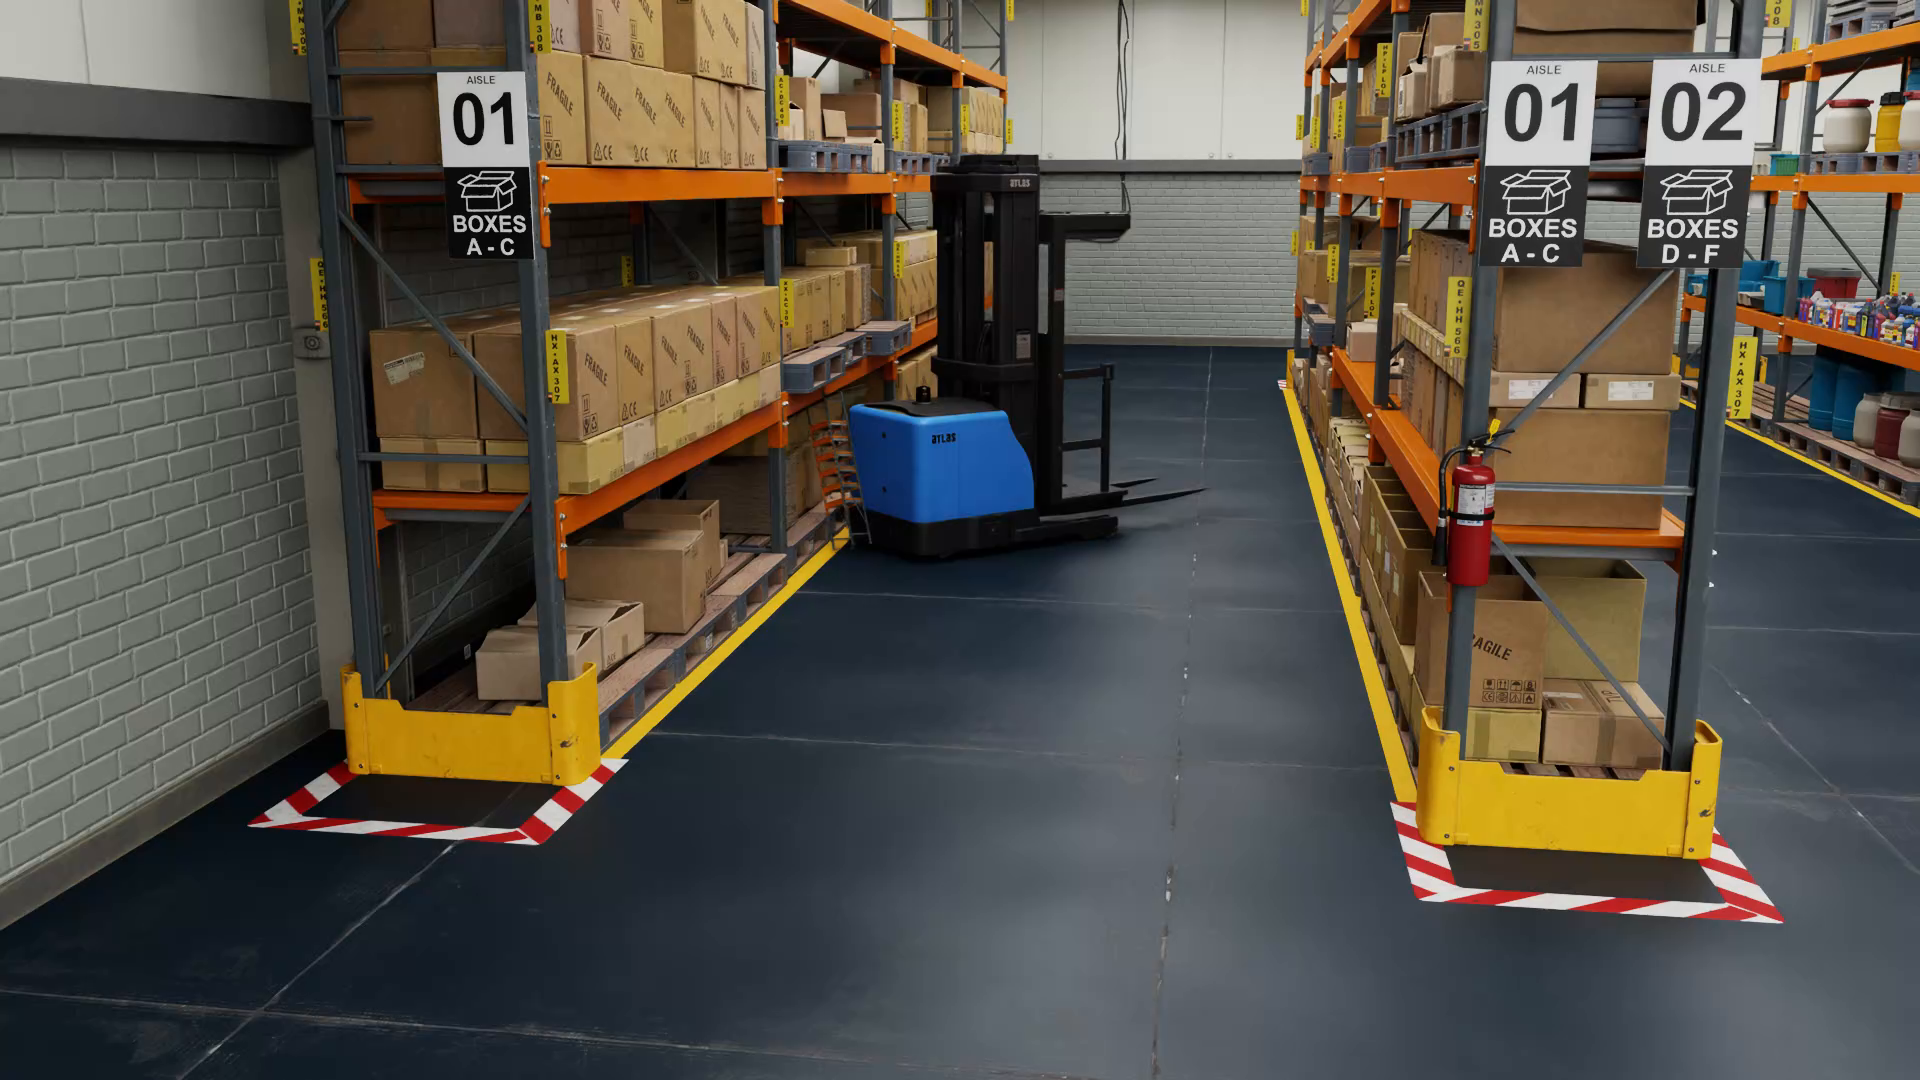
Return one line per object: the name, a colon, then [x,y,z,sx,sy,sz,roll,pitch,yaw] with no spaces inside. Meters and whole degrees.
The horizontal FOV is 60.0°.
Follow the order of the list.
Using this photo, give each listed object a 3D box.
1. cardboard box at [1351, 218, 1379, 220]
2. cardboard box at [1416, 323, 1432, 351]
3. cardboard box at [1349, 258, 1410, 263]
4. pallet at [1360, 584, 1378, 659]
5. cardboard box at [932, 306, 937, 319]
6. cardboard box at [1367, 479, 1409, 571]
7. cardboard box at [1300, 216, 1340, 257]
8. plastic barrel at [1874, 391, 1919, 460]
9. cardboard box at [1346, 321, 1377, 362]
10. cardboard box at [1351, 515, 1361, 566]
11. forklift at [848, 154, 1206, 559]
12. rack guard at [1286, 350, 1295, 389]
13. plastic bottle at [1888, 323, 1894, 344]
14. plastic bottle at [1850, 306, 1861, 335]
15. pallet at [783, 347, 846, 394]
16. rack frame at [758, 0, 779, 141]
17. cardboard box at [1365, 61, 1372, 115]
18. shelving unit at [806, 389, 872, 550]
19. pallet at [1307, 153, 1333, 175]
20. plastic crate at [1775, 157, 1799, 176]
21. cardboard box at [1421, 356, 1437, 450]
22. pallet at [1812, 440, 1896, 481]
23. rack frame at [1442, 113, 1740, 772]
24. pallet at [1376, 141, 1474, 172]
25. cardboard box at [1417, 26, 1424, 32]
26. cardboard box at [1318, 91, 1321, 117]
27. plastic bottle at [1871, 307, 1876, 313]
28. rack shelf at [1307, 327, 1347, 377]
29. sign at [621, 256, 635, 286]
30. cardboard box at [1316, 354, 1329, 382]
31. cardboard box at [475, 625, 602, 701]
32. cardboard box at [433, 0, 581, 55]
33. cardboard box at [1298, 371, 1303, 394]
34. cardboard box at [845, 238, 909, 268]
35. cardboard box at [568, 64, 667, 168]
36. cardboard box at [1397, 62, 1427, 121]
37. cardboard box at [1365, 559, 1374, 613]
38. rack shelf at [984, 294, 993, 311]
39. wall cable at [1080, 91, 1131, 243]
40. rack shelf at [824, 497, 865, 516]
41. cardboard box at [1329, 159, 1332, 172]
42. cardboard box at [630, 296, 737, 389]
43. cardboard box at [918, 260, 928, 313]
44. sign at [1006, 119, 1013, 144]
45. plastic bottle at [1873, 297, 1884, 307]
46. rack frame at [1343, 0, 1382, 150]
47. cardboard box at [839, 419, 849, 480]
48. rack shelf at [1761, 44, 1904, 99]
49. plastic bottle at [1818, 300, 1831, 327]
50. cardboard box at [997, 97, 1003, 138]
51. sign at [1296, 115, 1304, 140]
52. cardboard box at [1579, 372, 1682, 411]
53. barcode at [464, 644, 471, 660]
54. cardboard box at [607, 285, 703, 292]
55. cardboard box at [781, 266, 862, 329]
cardboard box: [4.999,-3.651,20.203,0.500,0.500,0.500,2,12,10]
cardboard box: [2.792,-1.141,9.389,0.380,0.149,0.250,1,12,7]
cardboard box: [4.111,-2.443,15.974,0.700,0.500,0.500,4,13,19]
pallet: [3.017,0.490,10.217,1.003,0.211,1.213,2,12,9]
cardboard box: [-0.442,-2.458,17.828,0.380,0.149,0.250,2,12,9]
cardboard box: [2.731,-0.074,9.966,0.500,0.500,0.500,2,12,9]
cardboard box: [4.625,-3.880,21.265,0.500,0.500,0.500,2,12,9]
plastic barrel: [8.922,-1.072,15.576,0.600,0.588,0.708,2,12,9]
cardboard box: [3.467,-1.646,13.723,0.500,0.311,0.500,2,12,8]
cardboard box: [2.958,0.006,11.374,0.500,0.250,0.500,2,12,8]
forklift: [0.633,-1.514,13.063,3.031,2.935,1.130,-9,15,-35]
rack guard: [5.015,-2.297,22.466,1.175,0.500,0.348,2,12,9]
plastic bottle: [8.477,-1.882,15.078,0.097,0.201,0.097,0,12,0]
plastic bottle: [8.620,-2.110,15.967,0.097,0.271,0.097,0,12,0]
pallet: [-1.453,-1.257,12.163,1.003,0.211,1.213,2,12,9]
rack frame: [-1.714,-4.129,10.794,1.000,3.000,0.127,2,12,9]
cardboard box: [3.948,-4.070,15.030,0.500,0.500,0.500,2,12,9]
shelving unit: [-0.923,-0.530,12.553,0.189,1.200,0.258,-16,-8,34]
pallet: [4.085,-3.727,16.494,1.213,0.211,1.003,2,12,9]
plastic crate: [9.072,-4.002,17.825,0.450,0.188,0.662,2,12,9]
cardboard box: [2.963,-0.779,9.250,0.700,0.500,0.500,2,12,9]
pallet: [8.960,-0.764,16.037,1.003,0.211,1.213,2,12,9]
rack frame: [2.566,-0.204,6.821,1.000,3.000,0.127,2,12,9]
pallet: [3.304,-2.594,11.243,0.805,0.209,1.217,1,12,6]
cardboard box: [3.380,-3.248,11.405,0.500,0.500,0.500,3,13,14]
cardboard box: [4.663,-5.121,19.907,0.700,0.500,0.500,2,12,9]
plastic bottle: [8.616,-2.052,15.670,0.061,0.283,0.133,2,12,9]
rack shelf: [4.104,-1.934,16.556,1.077,0.370,4.000,2,12,9]
sign: [-2.263,-1.780,11.384,0.100,0.325,0.005,2,12,9]
cardboard box: [3.942,-1.761,17.154,0.500,0.250,0.500,2,12,9]
cardboard box: [-2.134,0.594,8.454,0.500,0.311,0.500,0,12,2]
cardboard box: [-2.030,-2.450,7.464,0.500,0.500,0.500,1,12,5]
cardboard box: [4.334,-1.887,19.967,0.500,0.311,0.500,2,12,9]
cardboard box: [-0.770,-2.692,15.594,0.500,0.250,0.500,2,12,10]
cardboard box: [-1.837,-2.169,8.535,0.500,0.500,0.500,2,12,11]
cardboard box: [2.760,-2.525,9.351,0.500,0.311,0.500,1,12,6]
cardboard box: [2.728,0.293,10.046,0.500,0.250,0.500,2,12,9]
rack shelf: [-0.176,-2.927,21.161,1.077,0.370,4.000,2,12,9]
wall cable: [1.354,-6.275,28.122,3.097,2.526,0.112,2,12,9]
rack shelf: [-0.867,-0.253,12.520,0.180,0.103,0.258,-16,-8,34]
cardboard box: [4.223,-4.205,18.622,0.500,0.250,0.500,2,12,9]
cardboard box: [-1.641,-1.183,9.890,0.500,0.500,0.500,2,12,7]
cardboard box: [-0.604,-2.538,16.660,0.500,0.500,0.500,2,12,8]
sign: [0.665,-5.535,22.521,0.100,0.325,0.005,2,12,9]
plastic bottle: [9.564,-2.388,17.248,0.152,0.276,0.135,2,12,9]
rack frame: [3.796,-4.802,13.917,1.000,3.000,0.127,2,12,9]
cardboard box: [-1.353,-0.767,14.323,0.700,0.500,0.500,2,12,9]
rack shelf: [9.613,-5.343,19.082,1.077,0.370,4.000,2,12,9]
plastic bottle: [8.756,-2.295,16.826,0.097,0.271,0.097,0,12,0]
cardboard box: [0.288,-5.547,21.835,0.500,0.500,0.500,2,12,8]
sign: [4.490,-5.446,21.949,0.100,0.325,0.005,2,12,9]
cardboard box: [2.839,-0.645,7.089,0.380,0.149,0.250,2,12,8]
barcode: [-2.527,0.573,8.531,0.001,0.075,0.075,2,12,9]
cardboard box: [-1.993,-1.409,10.938,0.500,0.500,0.500,2,12,7]
cardboard box: [-1.221,-2.078,14.233,0.700,0.500,0.500,1,12,3]
